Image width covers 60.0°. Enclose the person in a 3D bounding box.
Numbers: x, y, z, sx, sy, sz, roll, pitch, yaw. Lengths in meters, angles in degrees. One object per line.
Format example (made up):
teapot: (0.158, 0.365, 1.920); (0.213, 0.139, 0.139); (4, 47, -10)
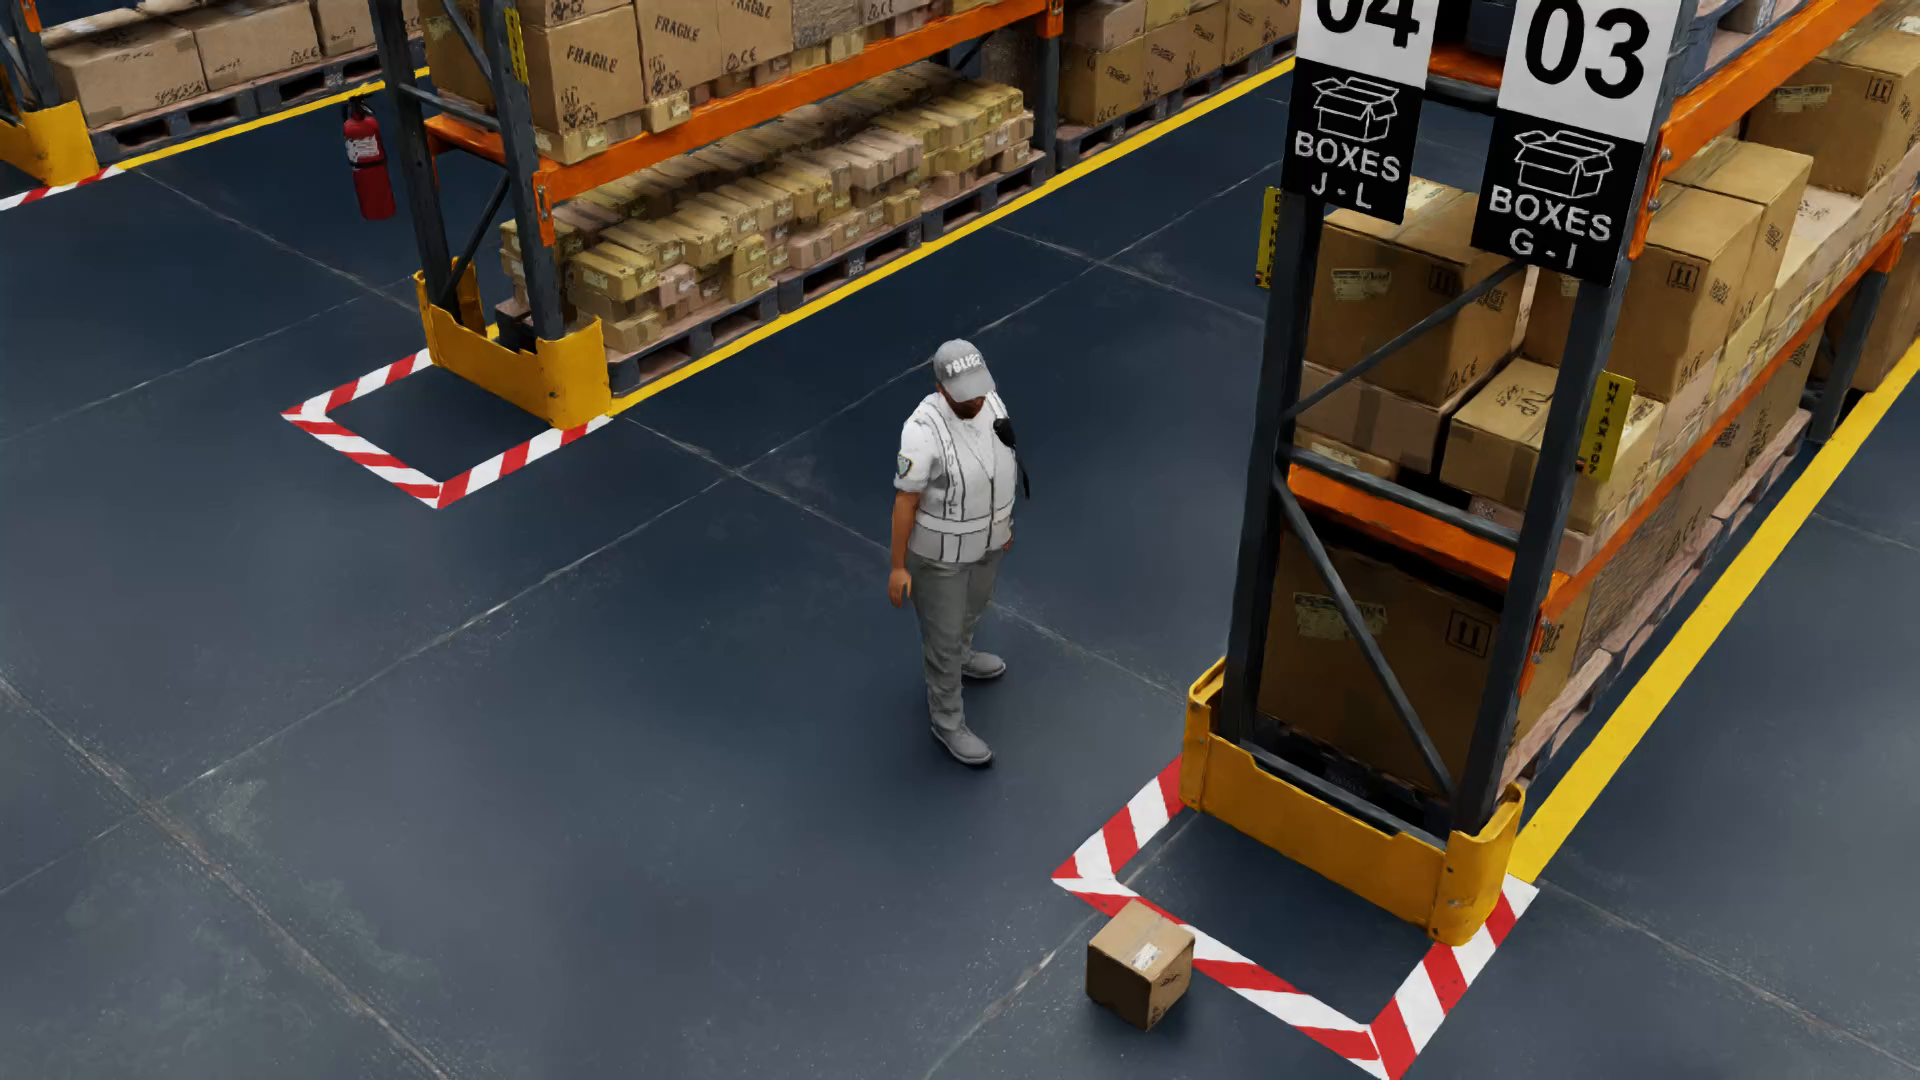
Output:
person: (-0.001, 0.011, 6.103); (0.571, 1.652, 0.671); (30, 45, 35)
